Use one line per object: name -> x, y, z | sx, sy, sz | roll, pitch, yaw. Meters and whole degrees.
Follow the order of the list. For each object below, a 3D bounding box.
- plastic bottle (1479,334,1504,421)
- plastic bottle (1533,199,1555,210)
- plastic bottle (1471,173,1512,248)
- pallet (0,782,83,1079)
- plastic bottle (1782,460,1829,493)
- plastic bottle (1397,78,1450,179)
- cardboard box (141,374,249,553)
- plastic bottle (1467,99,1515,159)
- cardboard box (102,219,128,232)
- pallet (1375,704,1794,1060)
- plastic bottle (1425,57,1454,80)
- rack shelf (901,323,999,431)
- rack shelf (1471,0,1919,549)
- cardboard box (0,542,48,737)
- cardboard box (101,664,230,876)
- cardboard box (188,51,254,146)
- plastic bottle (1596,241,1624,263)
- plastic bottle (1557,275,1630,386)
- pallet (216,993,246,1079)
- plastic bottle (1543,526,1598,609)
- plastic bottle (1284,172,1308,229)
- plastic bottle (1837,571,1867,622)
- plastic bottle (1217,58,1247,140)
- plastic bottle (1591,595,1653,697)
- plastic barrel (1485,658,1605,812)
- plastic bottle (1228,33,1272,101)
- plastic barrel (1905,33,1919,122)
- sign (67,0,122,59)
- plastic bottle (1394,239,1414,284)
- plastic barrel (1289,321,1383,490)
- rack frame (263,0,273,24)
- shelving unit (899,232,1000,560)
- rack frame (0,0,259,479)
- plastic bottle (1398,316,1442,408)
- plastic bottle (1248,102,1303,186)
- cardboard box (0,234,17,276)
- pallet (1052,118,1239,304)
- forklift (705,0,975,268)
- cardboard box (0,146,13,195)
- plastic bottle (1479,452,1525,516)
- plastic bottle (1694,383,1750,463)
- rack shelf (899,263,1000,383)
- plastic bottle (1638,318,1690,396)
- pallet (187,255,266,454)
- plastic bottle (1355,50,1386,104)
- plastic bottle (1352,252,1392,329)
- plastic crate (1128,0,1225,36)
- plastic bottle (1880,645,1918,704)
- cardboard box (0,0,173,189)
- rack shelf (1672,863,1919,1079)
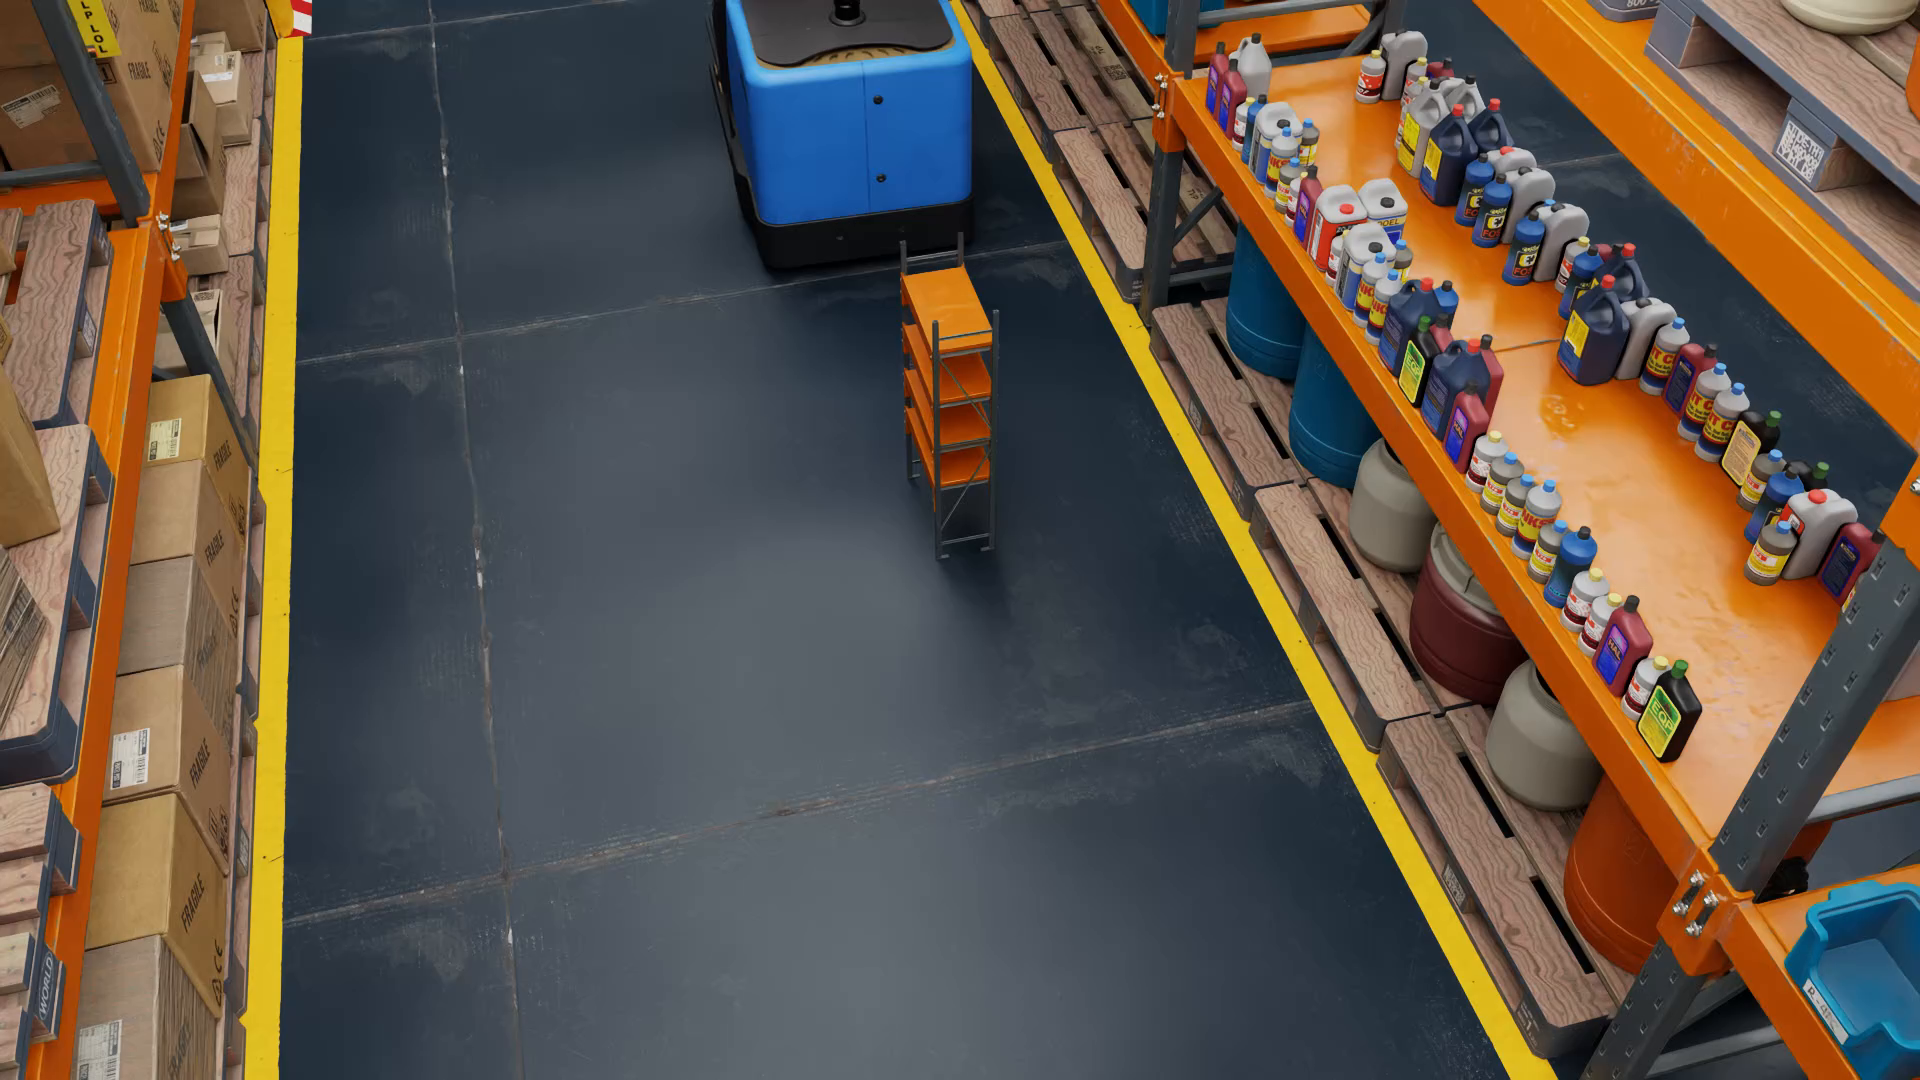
plastic bottle -> 1.642, -0.503, 5.225 | 0.061, 0.283, 0.133 | -11, 47, -10
plastic bottle -> 2.061, -1.110, 5.877 | 0.097, 0.201, 0.097 | 0, 46, 0
plastic bottle -> 1.889, -1.174, 5.891 | 0.097, 0.271, 0.097 | 0, 46, 0
pallet -> -2.672, 1.115, 3.691 | 1.213, 0.211, 1.003 | -11, 47, -10
plastic bottle -> 2.452, -0.137, 4.866 | 0.061, 0.283, 0.133 | -11, 47, -10
plastic bottle -> 1.747, -1.543, 6.196 | 0.144, 0.351, 0.185 | -11, 47, -10
cardboard box -> -3.051, -0.249, 6.336 | 0.500, 0.500, 0.500 | -11, 47, -11
plastic bottle -> 1.933, -1.442, 6.097 | 0.144, 0.351, 0.185 | -11, 47, -10
cardboard box -> -4.067, -1.330, 7.528 | 0.500, 0.311, 0.500 | -11, 47, -10
pallet -> 2.116, 1.040, 5.583 | 1.003, 0.211, 1.213 | -11, 47, -10
plastic bottle -> 1.851, -1.756, 6.452 | 0.061, 0.283, 0.133 | -11, 47, -10
rack shelf -> -0.042, -0.644, 6.322 | 0.258, 0.148, 0.480 | -11, 47, -10
rack shelf -> 1.847, -1.579, 4.600 | 1.077, 0.370, 4.000 | -11, 47, -10
cardboard box -> -2.750, 0.241, 4.050 | 0.700, 0.500, 0.500 | -3, 46, -3
cardboard box -> -2.673, 0.791, 5.317 | 0.500, 0.500, 0.500 | -12, 47, -12
cardboard box -> -3.887, -2.220, 8.442 | 0.500, 0.250, 0.500 | -11, 47, -10
plastic bottle -> 2.168, -0.903, 5.616 | 0.061, 0.283, 0.133 | -11, 47, -10
plastic bottle -> 2.056, -0.688, 5.359 | 0.144, 0.351, 0.185 | -11, 47, -10
pallet -> -2.585, 1.957, 4.684 | 1.003, 0.211, 1.213 | -11, 47, -10
plastic bottle -> 1.722, 0.067, 4.674 | 0.097, 0.271, 0.097 | 0, 46, 0
plastic bottle -> 1.231, -1.230, 5.995 | 0.097, 0.201, 0.097 | 0, 46, 0
plastic bottle -> 2.532, 0.160, 4.632 | 0.097, 0.201, 0.097 | 0, 46, 0
plastic bottle -> 1.050, -1.697, 6.395 | 0.061, 0.283, 0.133 | -11, 47, -10
plastic bottle -> 1.783, 0.281, 4.457 | 0.061, 0.283, 0.133 | -11, 47, -10
plastic barrel -> 1.986, 0.616, 5.494 | 0.421, 0.512, 0.421 | 0, 46, 0
plastic bottle -> 1.122, -1.814, 6.462 | 0.144, 0.351, 0.185 | -11, 47, -10
plastic barrel -> 2.216, -1.139, 3.071 | 0.600, 0.830, 0.708 | -11, 47, -10
sign -> -2.919, -1.767, 5.571 | 0.100, 0.325, 0.005 | -11, 47, -10
plastic bottle -> 1.497, -0.939, 5.709 | 0.097, 0.201, 0.097 | 0, 46, 0
plastic barrel -> 1.639, -0.706, 6.517 | 0.600, 0.901, 0.708 | -11, 47, -10
rack frame -> -4.479, -4.020, 8.589 | 1.000, 3.000, 0.127 | -11, 47, -10
shelving unit -> -0.042, -0.534, 6.433 | 0.258, 1.200, 0.503 | -11, 47, -10
rack frame -> -3.455, -1.258, 5.883 | 1.000, 3.000, 0.127 | -11, 47, -10
plastic bottle -> 1.468, -0.569, 5.289 | 0.061, 0.283, 0.133 | -11, 47, -10
plastic bottle -> 1.178, -1.476, 6.183 | 0.152, 0.276, 0.135 | -11, 47, -10
cardboard box -> -3.550, -1.072, 5.337 | 0.700, 0.500, 0.500 | -26, 51, -23
pallet -> 1.109, -1.686, 8.254 | 1.003, 0.211, 1.213 | -11, 47, -10
forklift -> -0.756, -3.391, 8.021 | 1.130, 2.935, 3.031 | -9, 46, -9
cardboard box -> -3.831, -1.591, 6.139 | 0.500, 0.500, 0.500 | -10, 46, -10
plastic bottle -> 1.622, -0.177, 4.962 | 0.097, 0.201, 0.097 | 0, 46, 0
plastic bottle -> 2.345, -0.368, 5.101 | 0.097, 0.271, 0.097 | 0, 46, 0
rack shelf -> -0.042, -0.809, 6.153 | 0.258, 0.148, 0.480 | -11, 47, -10
plastic bottle -> 2.261, -0.595, 5.323 | 0.097, 0.271, 0.097 | 0, 46, 0
pallet -> -3.630, -0.756, 7.344 | 1.003, 0.211, 1.213 | -11, 47, -10
plastic bottle -> 1.632, -1.843, 6.595 | 0.097, 0.201, 0.097 | 0, 46, 0
plastic bottle -> 1.384, -0.843, 5.566 | 0.097, 0.271, 0.097 | 0, 46, 0
plastic crate -> 0.885, -2.437, 7.007 | 0.392, 0.384, 0.575 | -11, 47, -10
plastic bottle -> 2.413, 0.314, 4.429 | 0.152, 0.276, 0.135 | -11, 47, -10
cardboard box -> -3.322, -1.695, 6.241 | 0.500, 0.500, 0.500 | -10, 46, -9
rack shelf -> 2.871, 2.233, 2.965 | 1.077, 0.370, 4.000 | -11, 47, -10
